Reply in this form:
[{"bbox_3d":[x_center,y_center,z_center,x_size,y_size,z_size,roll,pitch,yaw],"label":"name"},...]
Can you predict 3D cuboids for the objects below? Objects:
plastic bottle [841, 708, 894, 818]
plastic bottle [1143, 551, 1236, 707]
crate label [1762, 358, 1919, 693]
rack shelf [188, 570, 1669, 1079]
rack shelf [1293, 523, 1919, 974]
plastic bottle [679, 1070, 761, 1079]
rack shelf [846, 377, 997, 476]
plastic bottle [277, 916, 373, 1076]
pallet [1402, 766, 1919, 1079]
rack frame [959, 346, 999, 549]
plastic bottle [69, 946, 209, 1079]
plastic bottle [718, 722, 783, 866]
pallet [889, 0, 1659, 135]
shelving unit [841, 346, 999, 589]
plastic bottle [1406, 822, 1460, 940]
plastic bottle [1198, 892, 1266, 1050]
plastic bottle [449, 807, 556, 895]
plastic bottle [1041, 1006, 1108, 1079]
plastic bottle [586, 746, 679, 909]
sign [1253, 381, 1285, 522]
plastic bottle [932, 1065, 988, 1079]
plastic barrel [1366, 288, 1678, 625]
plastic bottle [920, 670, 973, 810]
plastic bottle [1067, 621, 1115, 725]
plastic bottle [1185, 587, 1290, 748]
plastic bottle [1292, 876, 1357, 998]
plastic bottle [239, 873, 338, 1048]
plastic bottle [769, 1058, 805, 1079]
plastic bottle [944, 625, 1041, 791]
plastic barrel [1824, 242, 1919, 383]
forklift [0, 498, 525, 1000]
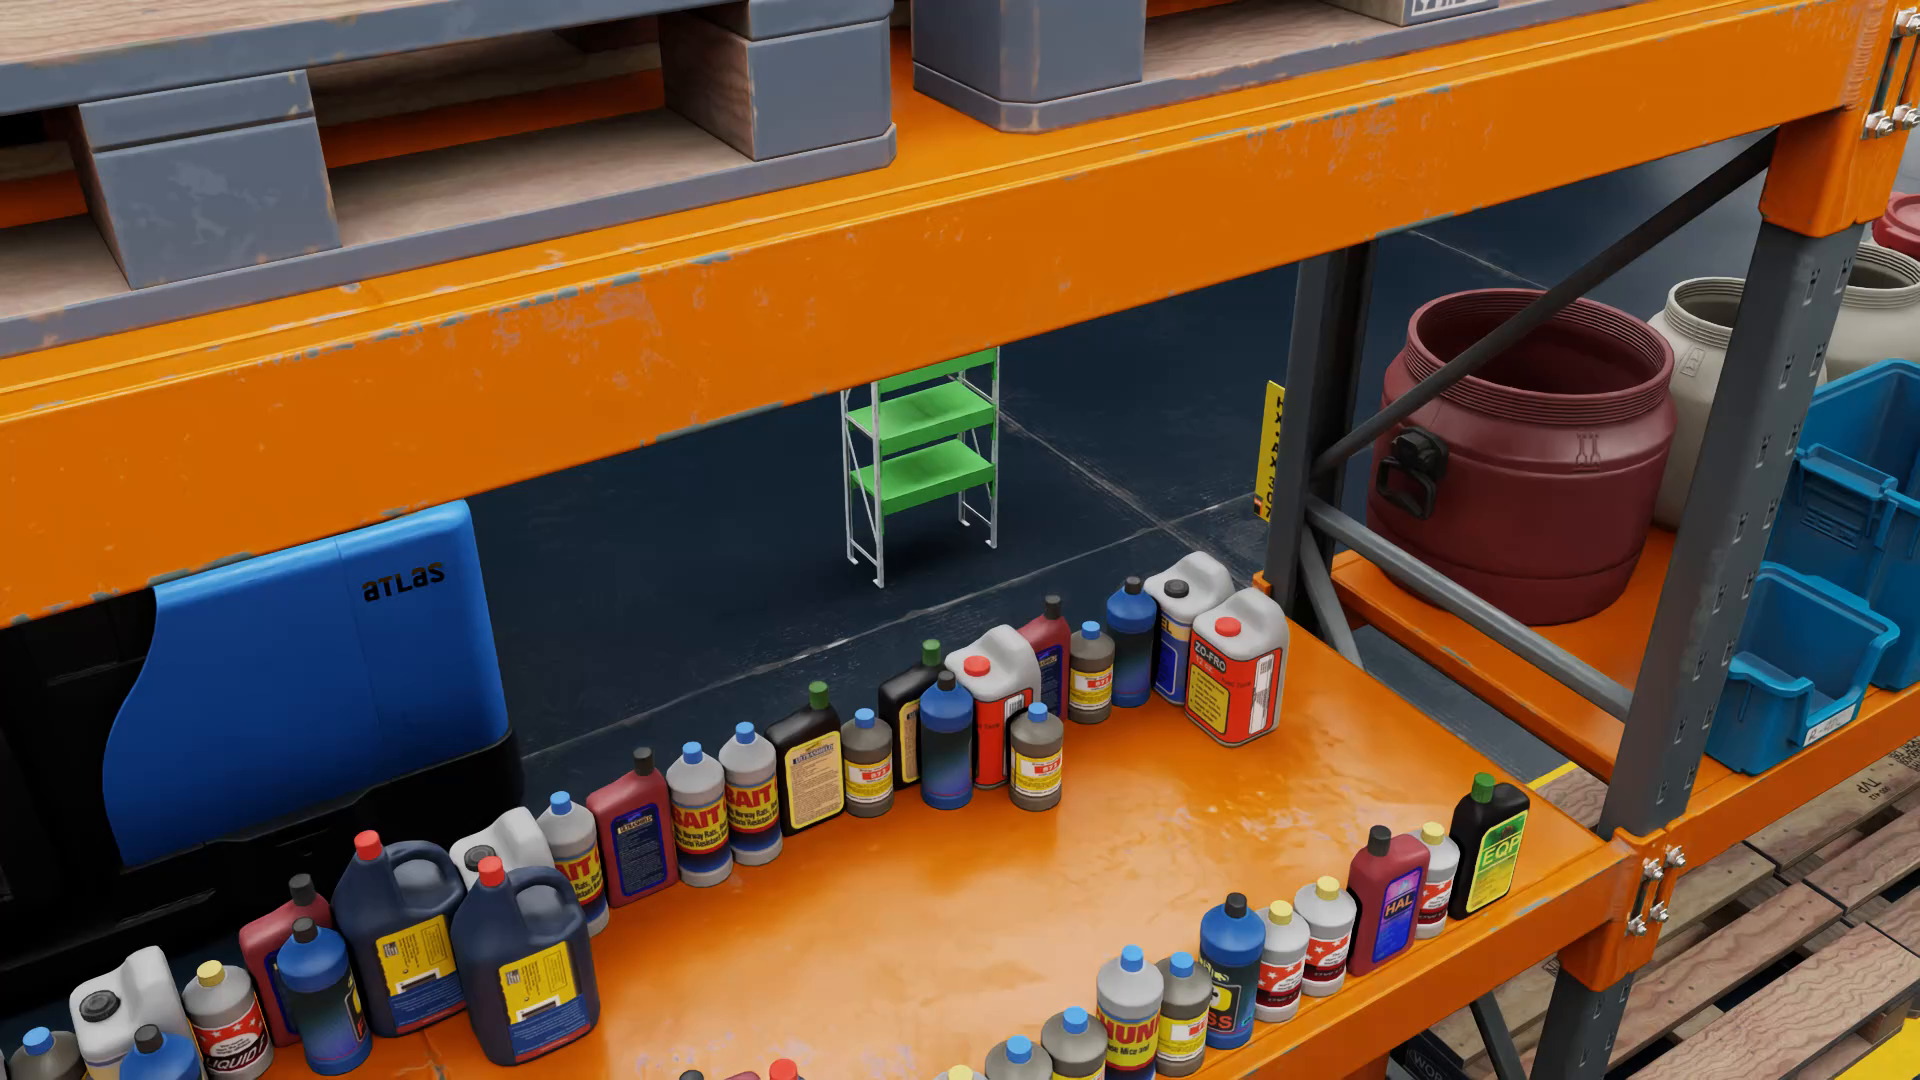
[{"bbox_3d":[-0.169,0.394,3.001,0.097,0.201,0.097,0,32,0],"label":"plastic bottle"},{"bbox_3d":[0.444,0.169,3.288,0.135,0.276,0.152,-19,37,-27],"label":"plastic bottle"},{"bbox_3d":[1.965,-0.045,3.477,0.616,0.435,0.502,-19,37,-27],"label":"crate label"},{"bbox_3d":[-0.698,1.018,2.498,4.000,0.370,1.077,-19,37,-27],"label":"rack shelf"},{"bbox_3d":[2.664,-0.138,4.331,4.000,0.370,1.077,-19,37,-27],"label":"rack shelf"},{"bbox_3d":[-0.320,0.813,2.260,0.133,0.283,0.061,-19,37,-27],"label":"plastic bottle"},{"bbox_3d":[-0.139,-0.406,5.888,0.480,0.148,0.258,-19,37,-27],"label":"rack shelf"},{"bbox_3d":[-0.956,0.673,2.492,0.097,0.271,0.097,0,32,0],"label":"plastic bottle"},{"bbox_3d":[1.655,1.109,4.294,1.213,0.211,1.003,-19,37,-27],"label":"pallet"},{"bbox_3d":[0.066,-0.530,5.966,0.015,1.200,0.240,-19,37,-27],"label":"rack frame"},{"bbox_3d":[-1.184,0.728,2.400,0.135,0.276,0.152,-19,37,-27],"label":"plastic bottle"},{"bbox_3d":[-0.363,0.431,2.876,0.097,0.271,0.097,0,32,0],"label":"plastic bottle"},{"bbox_3d":[0.287,-0.876,2.192,1.213,0.211,1.003,-19,37,-27],"label":"pallet"},{"bbox_3d":[-0.139,-0.460,5.854,0.503,1.200,0.258,-19,37,-27],"label":"shelving unit"},{"bbox_3d":[0.767,0.553,2.747,0.097,0.201,0.097,0,32,0],"label":"plastic bottle"},{"bbox_3d":[0.410,0.647,2.534,0.097,0.271,0.097,0,32,0],"label":"plastic bottle"},{"bbox_3d":[-0.721,0.569,2.652,0.135,0.276,0.152,-19,37,-27],"label":"plastic bottle"},{"bbox_3d":[0.164,0.761,2.419,0.097,0.201,0.097,0,32,0],"label":"plastic bottle"},{"bbox_3d":[-0.552,0.479,2.789,0.133,0.283,0.061,-19,37,-27],"label":"plastic bottle"},{"bbox_3d":[0.679,-0.178,3.567,0.005,0.325,0.100,-19,37,-27],"label":"sign"},{"bbox_3d":[0.001,0.817,2.329,0.097,0.201,0.097,0,32,0],"label":"plastic bottle"},{"bbox_3d":[1.209,-0.192,3.615,0.708,0.536,0.600,-19,37,-27],"label":"plastic barrel"},{"bbox_3d":[-0.024,0.353,3.000,0.097,0.271,0.097,0,32,0],"label":"plastic bottle"},{"bbox_3d":[0.250,0.249,3.229,0.097,0.201,0.097,0,32,0],"label":"plastic bottle"},{"bbox_3d":[0.527,0.237,3.179,0.135,0.276,0.152,-19,37,-27],"label":"plastic bottle"},{"bbox_3d":[0.573,0.620,2.642,0.097,0.201,0.097,0,32,0],"label":"plastic bottle"},{"bbox_3d":[-1.014,0.638,2.536,0.133,0.283,0.061,-19,37,-27],"label":"plastic bottle"},{"bbox_3d":[-0.243,0.823,2.180,0.185,0.351,0.144,-19,37,-27],"label":"plastic bottle"},{"bbox_3d":[0.055,0.302,3.076,0.135,0.276,0.152,-19,37,-27],"label":"plastic bottle"},{"bbox_3d":[2.086,-0.426,4.009,0.421,0.512,0.421,0,32,0],"label":"plastic barrel"},{"bbox_3d":[-2.818,-0.233,3.872,3.031,2.935,1.130,-18,36,-26],"label":"forklift"}]
